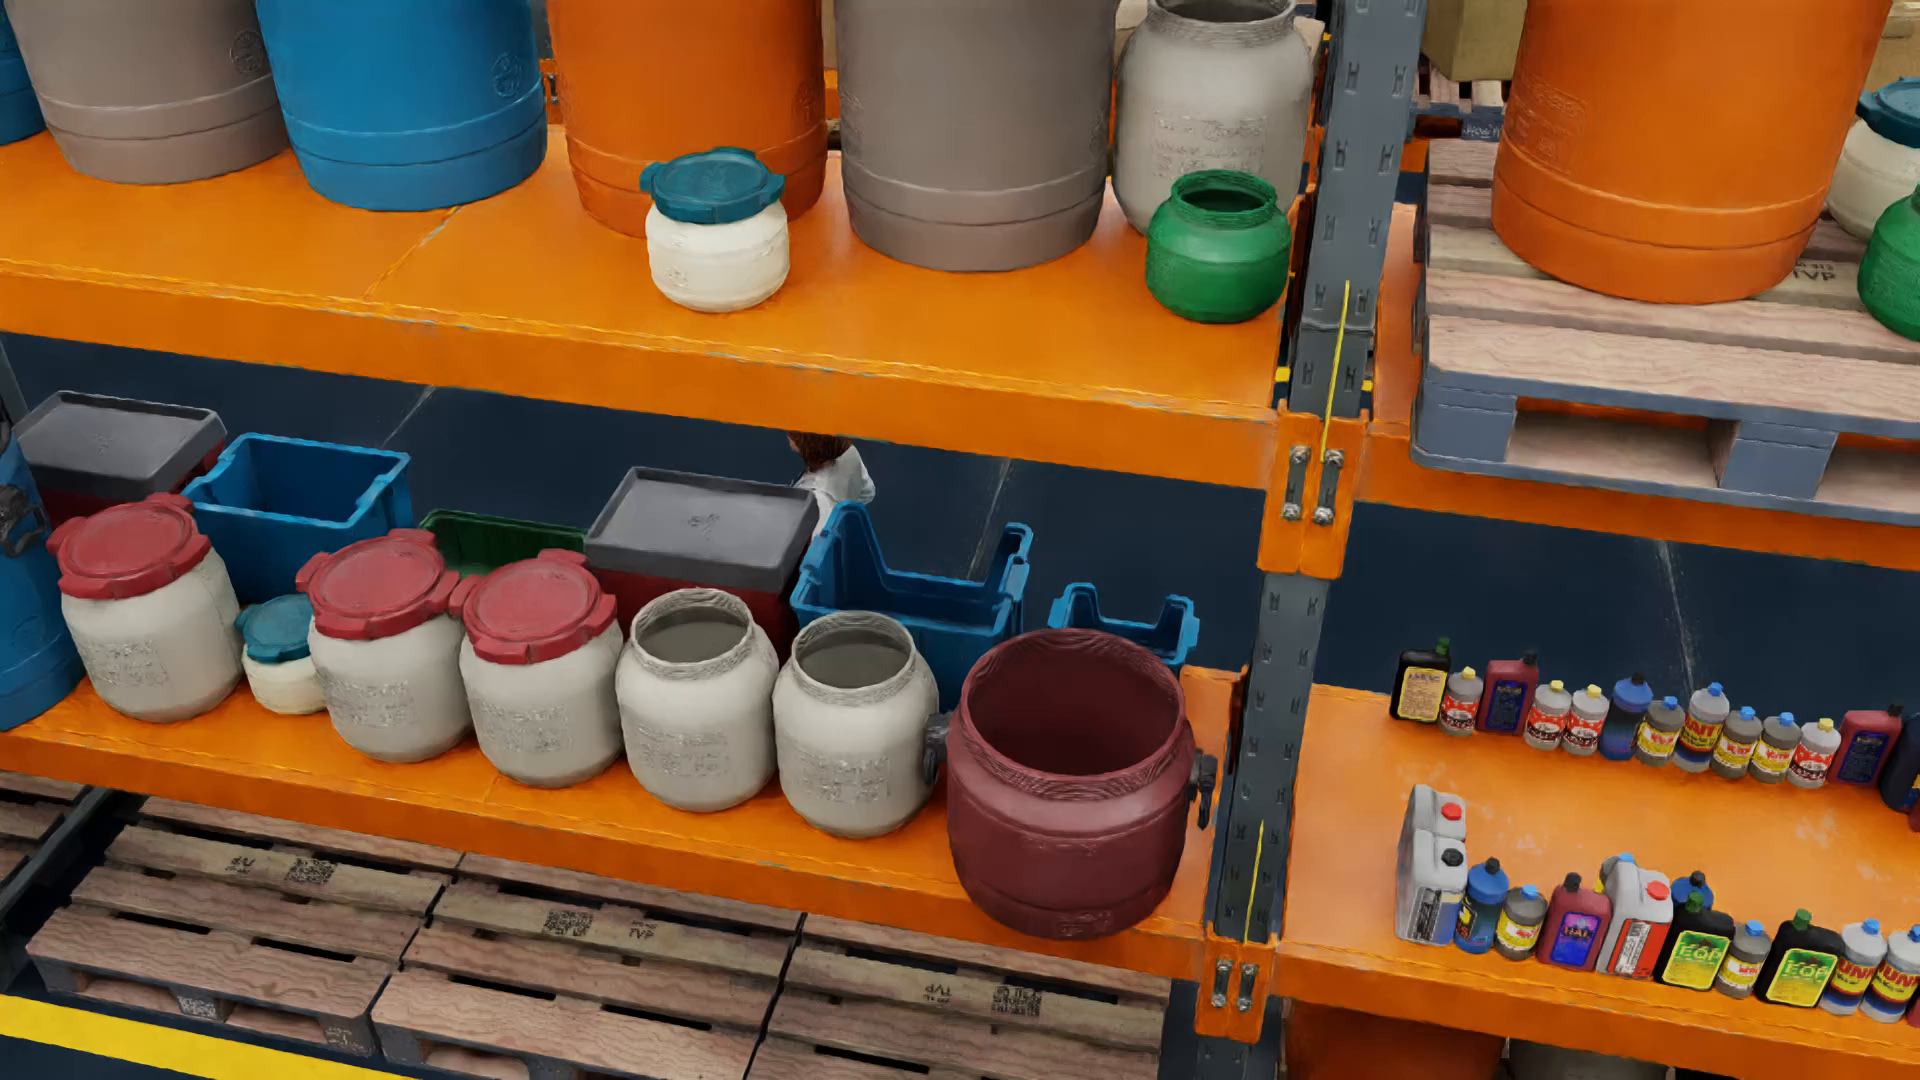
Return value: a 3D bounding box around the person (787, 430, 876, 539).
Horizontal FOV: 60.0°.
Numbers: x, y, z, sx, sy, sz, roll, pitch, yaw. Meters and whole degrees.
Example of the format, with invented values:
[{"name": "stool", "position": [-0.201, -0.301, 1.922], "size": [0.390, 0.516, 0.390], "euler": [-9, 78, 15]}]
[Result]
[{"name": "person", "position": [-0.535, 0.180, 5.949], "size": [0.441, 1.566, 0.584], "euler": [2, 37, 2]}]
